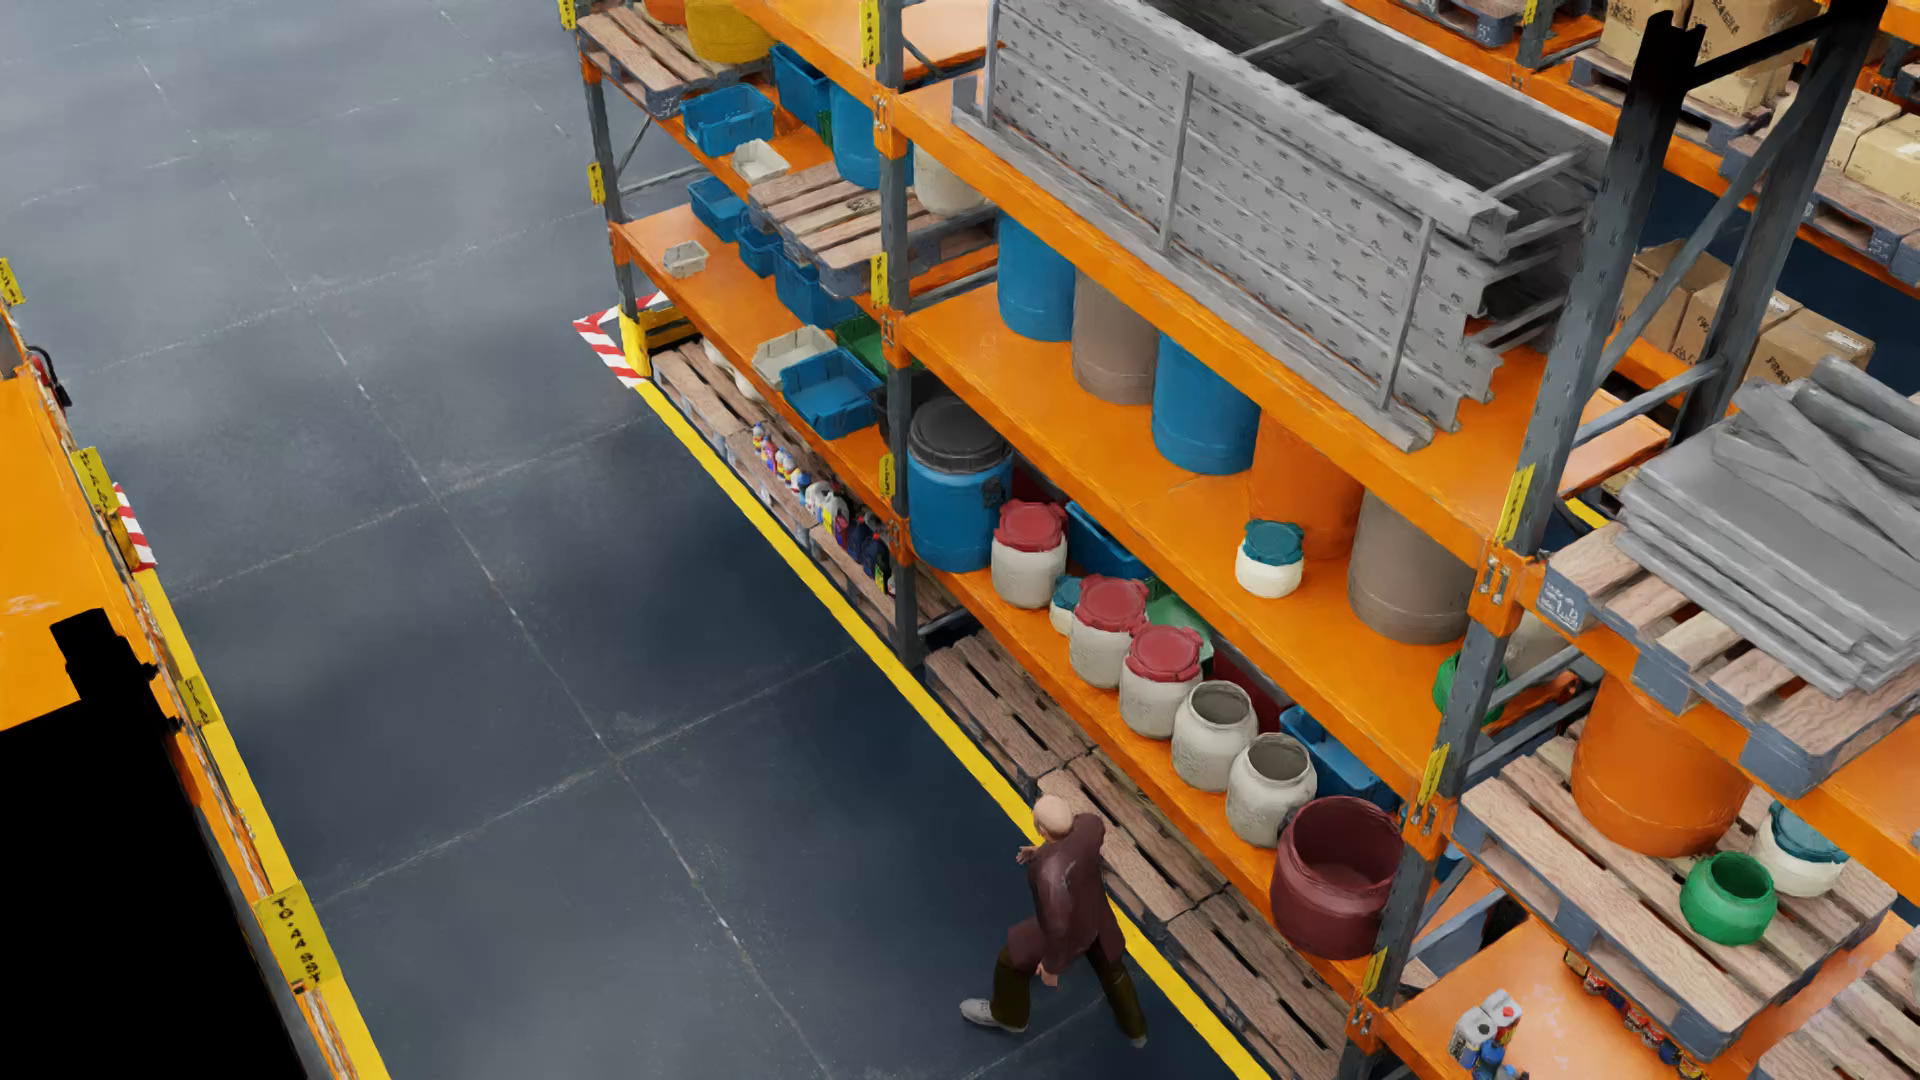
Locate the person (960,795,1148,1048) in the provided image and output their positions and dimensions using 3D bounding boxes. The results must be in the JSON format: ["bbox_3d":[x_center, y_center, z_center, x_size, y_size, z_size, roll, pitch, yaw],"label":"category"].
[{"bbox_3d":[0.555,1.937,8.379,0.896,1.715,0.735,30,50,28],"label":"person"}]
